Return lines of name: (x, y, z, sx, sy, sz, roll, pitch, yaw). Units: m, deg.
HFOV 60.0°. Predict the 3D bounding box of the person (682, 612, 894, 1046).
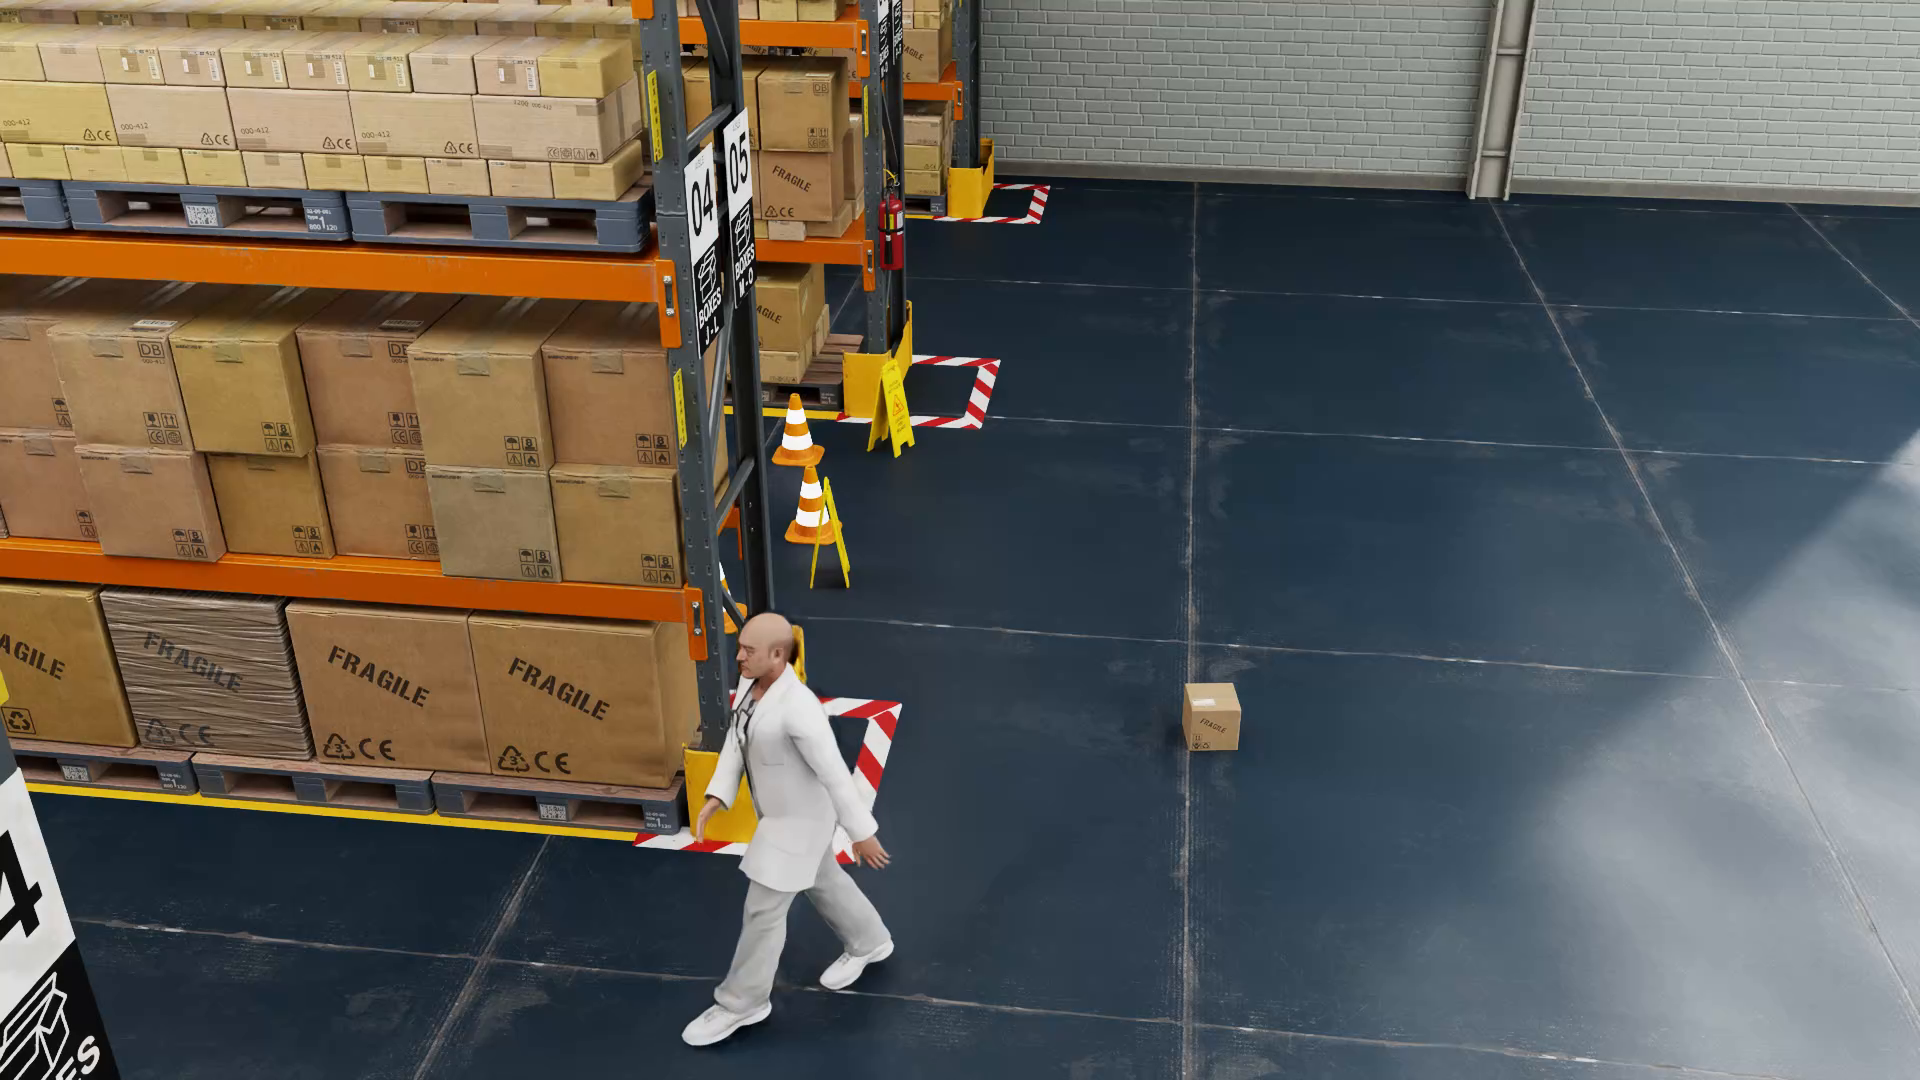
person: (-0.714, 1.113, 6.523, 0.975, 1.742, 0.690, -13, 31, -24)
